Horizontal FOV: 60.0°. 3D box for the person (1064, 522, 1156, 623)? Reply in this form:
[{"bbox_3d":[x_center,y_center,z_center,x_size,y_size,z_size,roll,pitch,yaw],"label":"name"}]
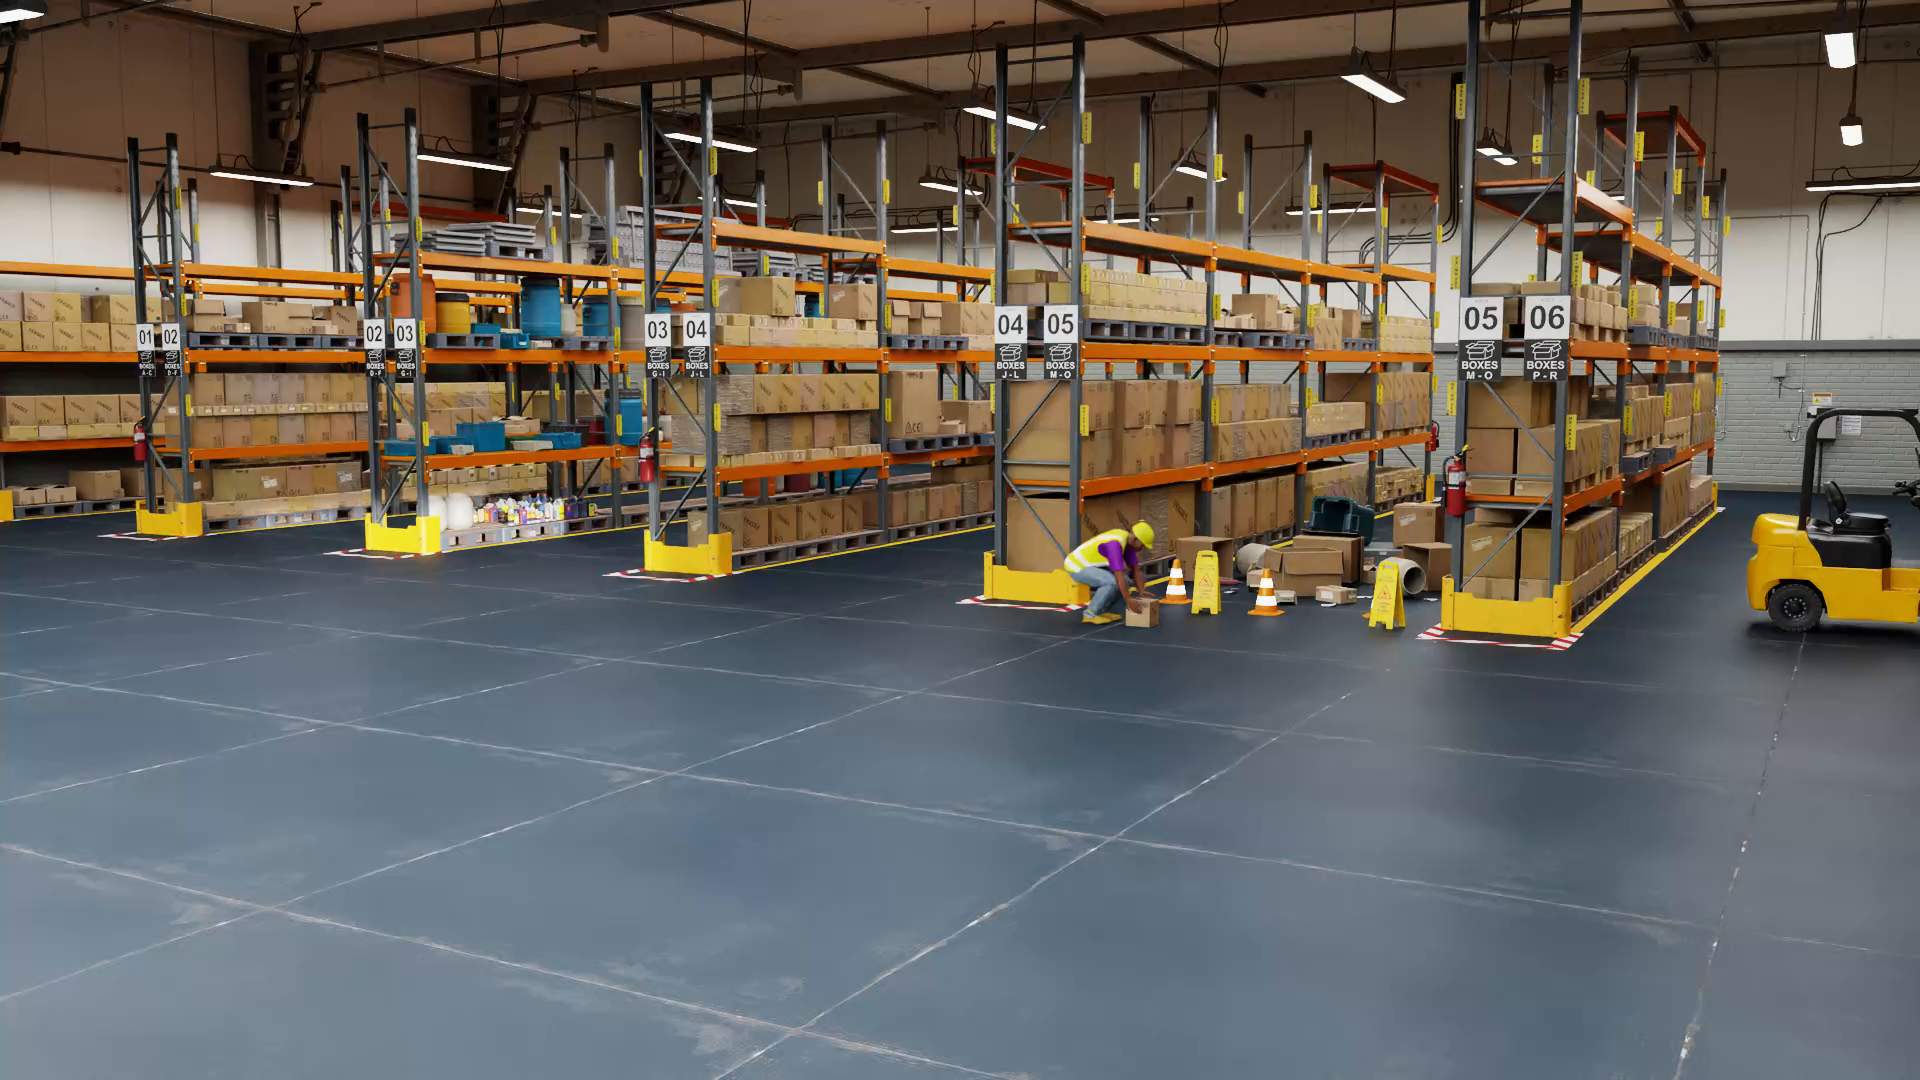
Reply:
[{"bbox_3d":[1.505,0.318,16.623,0.887,1.015,0.589,3,7,28],"label":"person"}]
